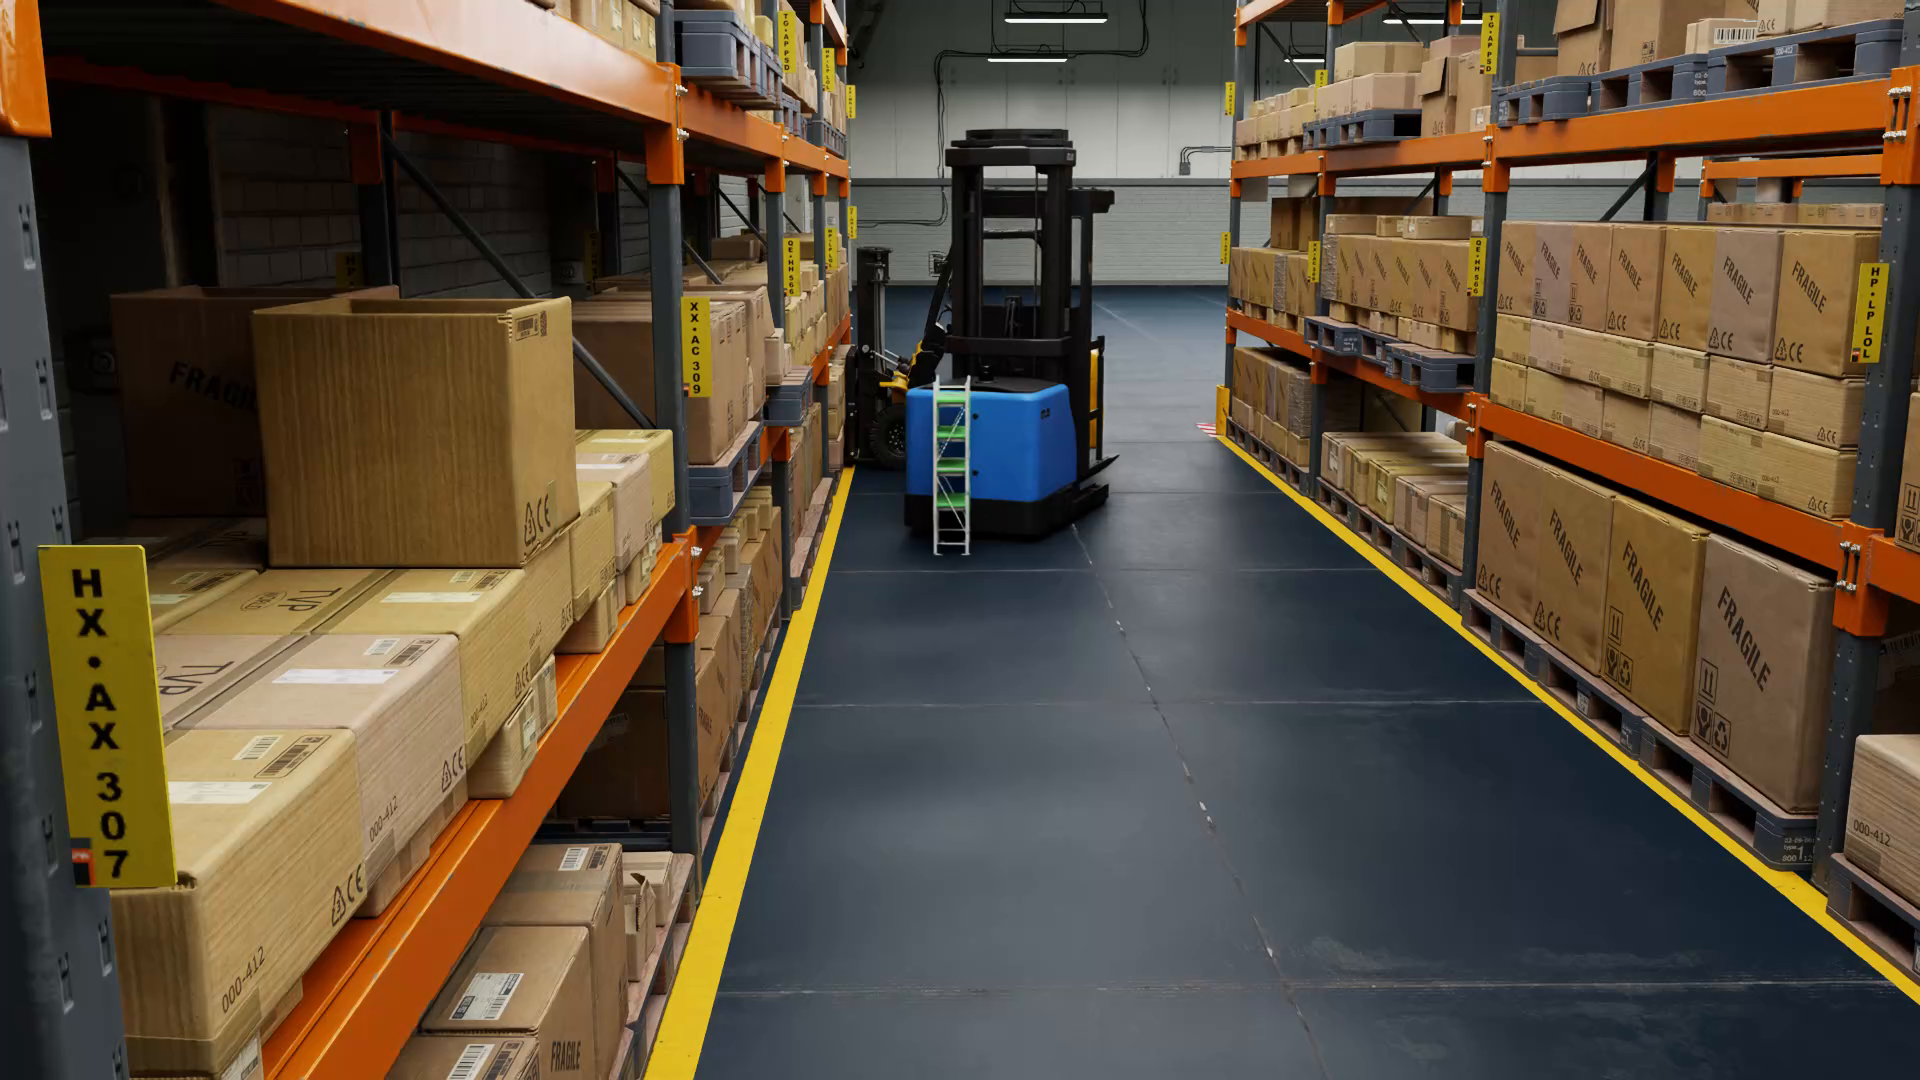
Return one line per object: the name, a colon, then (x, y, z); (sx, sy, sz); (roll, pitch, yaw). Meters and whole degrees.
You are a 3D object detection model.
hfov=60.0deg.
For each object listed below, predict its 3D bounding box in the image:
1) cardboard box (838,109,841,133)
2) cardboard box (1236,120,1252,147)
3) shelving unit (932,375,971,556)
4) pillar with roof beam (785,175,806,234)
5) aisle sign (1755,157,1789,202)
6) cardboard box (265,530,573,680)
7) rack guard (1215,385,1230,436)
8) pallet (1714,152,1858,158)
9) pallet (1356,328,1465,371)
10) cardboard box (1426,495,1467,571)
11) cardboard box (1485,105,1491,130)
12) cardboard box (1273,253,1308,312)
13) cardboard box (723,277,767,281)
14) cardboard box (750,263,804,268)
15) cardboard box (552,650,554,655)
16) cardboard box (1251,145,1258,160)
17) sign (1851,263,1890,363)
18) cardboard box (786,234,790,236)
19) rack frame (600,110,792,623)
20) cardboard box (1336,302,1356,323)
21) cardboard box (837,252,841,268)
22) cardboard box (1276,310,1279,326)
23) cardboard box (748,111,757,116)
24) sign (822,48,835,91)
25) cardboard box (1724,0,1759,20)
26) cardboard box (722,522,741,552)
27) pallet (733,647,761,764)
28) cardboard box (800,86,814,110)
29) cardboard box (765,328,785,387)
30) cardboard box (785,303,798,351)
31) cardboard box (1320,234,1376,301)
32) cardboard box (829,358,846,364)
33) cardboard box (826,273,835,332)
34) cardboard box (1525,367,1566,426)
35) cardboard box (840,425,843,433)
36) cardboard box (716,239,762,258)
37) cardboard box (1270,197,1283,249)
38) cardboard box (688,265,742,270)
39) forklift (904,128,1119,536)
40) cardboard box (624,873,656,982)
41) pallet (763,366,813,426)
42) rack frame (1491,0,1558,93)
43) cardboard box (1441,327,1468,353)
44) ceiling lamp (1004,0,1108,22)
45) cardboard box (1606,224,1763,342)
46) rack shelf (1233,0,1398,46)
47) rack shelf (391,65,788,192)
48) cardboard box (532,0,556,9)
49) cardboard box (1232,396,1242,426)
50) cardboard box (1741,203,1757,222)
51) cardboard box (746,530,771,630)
cardboard box: (-1.331, -4.034, 15.887); (0.396, 0.266, 0.258); (0, 11, -1)
cardboard box: (3.049, -4.052, 16.571); (0.500, 0.250, 0.500); (0, 11, -2)
shelving unit: (-0.055, -0.530, 11.655); (0.258, 1.200, 0.503); (0, 11, 1)
pillar with roof beam: (1.512, -7.790, 27.826); (9.100, 9.000, 0.400); (0, 11, -1)
aisle sign: (8.551, -3.940, 17.398); (0.394, 0.787, 0.004); (0, 11, -1)
cardboard box: (-1.123, 0.125, 3.527); (0.500, 0.250, 0.500); (-1, 11, -3)
rack guard: (3.307, -1.370, 17.556); (1.175, 0.500, 0.348); (0, 11, -1)
pallet: (8.278, -3.930, 16.565); (1.003, 0.211, 1.213); (0, 11, -1)
pallet: (3.389, -1.319, 11.501); (1.003, 0.211, 1.213); (0, 11, -1)
cardboard box: (3.469, -0.050, 10.316); (0.950, 0.372, 0.625); (-1, 12, -5)
cardboard box: (3.254, -2.429, 9.574); (0.380, 0.149, 0.250); (0, 11, -1)
cardboard box: (3.097, -2.303, 14.866); (0.500, 0.500, 0.500); (0, 11, 0)
cardboard box: (-1.242, -1.534, 10.195); (0.380, 0.149, 0.250); (0, 11, 0)
cardboard box: (-1.370, -1.994, 12.460); (0.380, 0.149, 0.250); (0, 11, -1)
cardboard box: (-1.188, 0.240, 3.966); (0.380, 0.149, 0.250); (0, 11, 0)
cardboard box: (3.054, -3.785, 16.261); (0.380, 0.149, 0.250); (0, 11, 0)
sign: (3.011, -0.749, 5.496); (0.100, 0.325, 0.005); (0, 11, -1)
cardboard box: (-1.872, -2.930, 16.324); (0.380, 0.149, 0.250); (0, 11, 0)
rack frame: (-1.492, -0.999, 9.439); (1.000, 3.000, 0.127); (0, 11, -1)
cardboard box: (3.080, -1.737, 12.653); (0.380, 0.149, 0.250); (0, 11, 0)
cardboard box: (-1.319, -2.633, 15.613); (0.380, 0.149, 0.250); (0, 11, -1)
cardboard box: (3.077, -2.008, 15.043); (0.380, 0.149, 0.250); (0, 11, -2)
cardboard box: (-1.217, -2.095, 7.675); (0.500, 0.250, 0.500); (0, 11, -1)
sign: (-1.032, -3.676, 12.998); (0.100, 0.325, 0.005); (0, 11, -1)
cardboard box: (3.797, -2.396, 7.472); (0.500, 0.500, 0.500); (0, 11, -1)
cardboard box: (-1.265, 0.008, 8.073); (0.380, 0.149, 0.250); (0, 11, -2)
pallet: (-1.492, 0.758, 7.791); (1.003, 0.211, 1.213); (0, 11, -1)
cardboard box: (-1.248, -3.178, 11.962); (0.380, 0.149, 0.250); (0, 11, -1)
cardboard box: (-1.146, -0.923, 8.385); (0.500, 0.250, 0.500); (-1, 11, -4)
cardboard box: (-1.232, -1.260, 9.844); (0.500, 0.250, 0.500); (0, 11, -1)
cardboard box: (3.111, -2.121, 12.916); (0.500, 0.500, 0.500); (0, 11, 0)
cardboard box: (-1.296, -1.545, 15.474); (0.500, 0.250, 0.500); (0, 11, -2)
cardboard box: (-1.350, -2.036, 14.298); (0.500, 0.500, 0.500); (0, 11, 0)
cardboard box: (3.258, -0.746, 8.571); (0.500, 0.250, 0.500); (-1, 11, -3)
cardboard box: (-1.279, -0.851, 14.568); (0.500, 0.250, 0.500); (0, 11, -2)
cardboard box: (-1.847, -2.419, 13.808); (0.380, 0.149, 0.250); (-1, 11, -3)
cardboard box: (3.534, -3.195, 16.747); (0.700, 0.500, 0.500); (-1, 11, -3)
cardboard box: (-1.798, -1.936, 12.176); (0.380, 0.149, 0.250); (0, 11, -2)
forklift: (0.569, -1.715, 13.139); (1.130, 2.935, 3.031); (4, 12, 19)
cardboard box: (-1.097, 1.111, 4.860); (0.396, 0.266, 0.258); (0, 11, 1)
pallet: (-1.408, -0.770, 8.795); (1.213, 0.211, 1.003); (0, 11, -1)
rack frame: (3.471, -3.960, 8.947); (1.000, 3.000, 0.127); (0, 11, -1)
cardboard box: (3.151, -1.220, 10.104); (0.380, 0.149, 0.250); (0, 11, 0)
ceiling lamp: (1.853, -11.652, 32.179); (2.000, 3.185, 0.800); (0, 11, -1)
cardboard box: (3.259, -1.158, 7.458); (0.500, 0.500, 0.500); (0, 11, 0)
rack shelf: (3.347, -4.799, 14.897); (1.077, 0.370, 4.000); (0, 11, -1)
rack shelf: (-1.450, -1.719, 7.252); (1.077, 0.370, 4.000); (0, 11, -1)
cardboard box: (-1.045, -1.175, 3.392); (0.380, 0.149, 0.250); (0, 11, 0)
cardboard box: (3.046, -1.307, 16.817); (0.500, 0.250, 0.500); (0, 11, -2)
cardboard box: (8.325, -3.071, 16.557); (0.875, 0.550, 0.550); (0, 11, -1)
cardboard box: (-1.268, 0.203, 8.745); (0.500, 0.500, 0.500); (0, 11, -2)
